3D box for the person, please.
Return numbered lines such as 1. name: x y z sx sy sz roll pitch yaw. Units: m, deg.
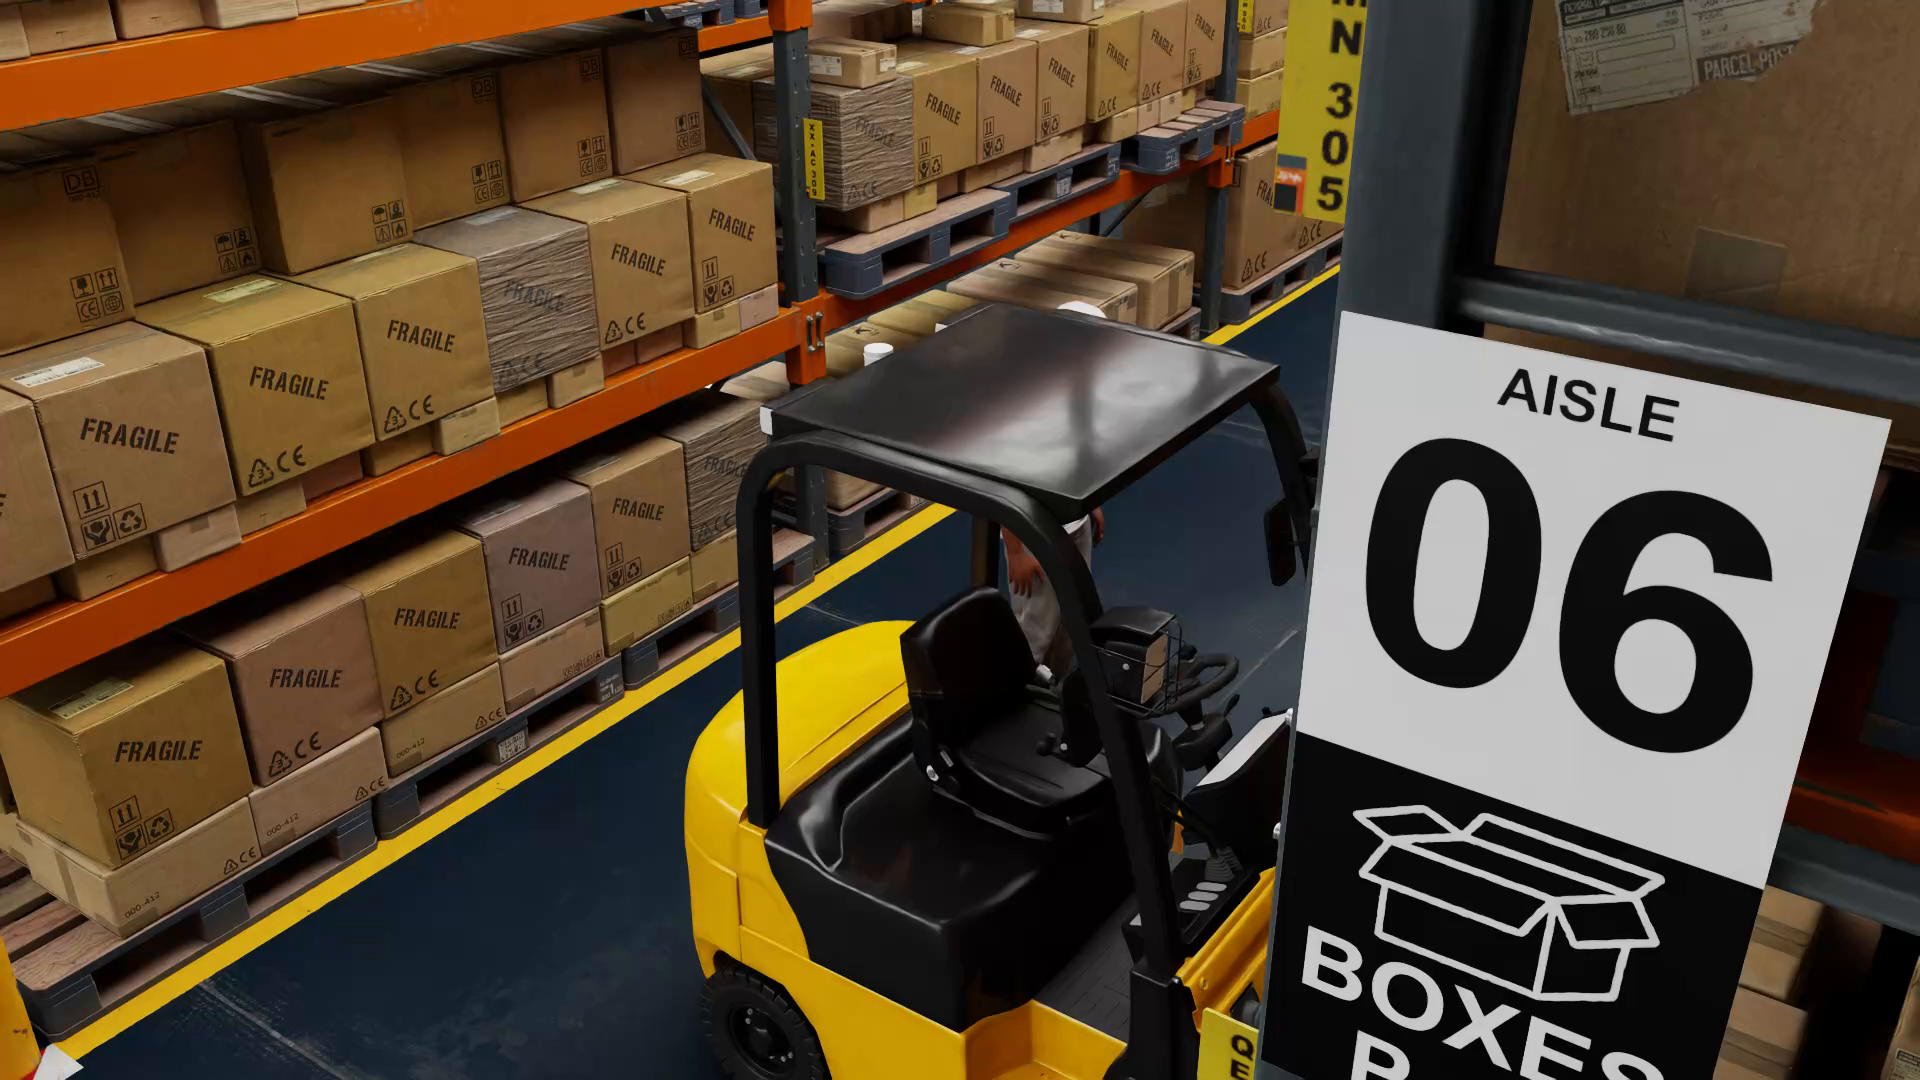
1. person: 0.354 -0.044 6.183 0.463 1.760 0.635 17 31 30
